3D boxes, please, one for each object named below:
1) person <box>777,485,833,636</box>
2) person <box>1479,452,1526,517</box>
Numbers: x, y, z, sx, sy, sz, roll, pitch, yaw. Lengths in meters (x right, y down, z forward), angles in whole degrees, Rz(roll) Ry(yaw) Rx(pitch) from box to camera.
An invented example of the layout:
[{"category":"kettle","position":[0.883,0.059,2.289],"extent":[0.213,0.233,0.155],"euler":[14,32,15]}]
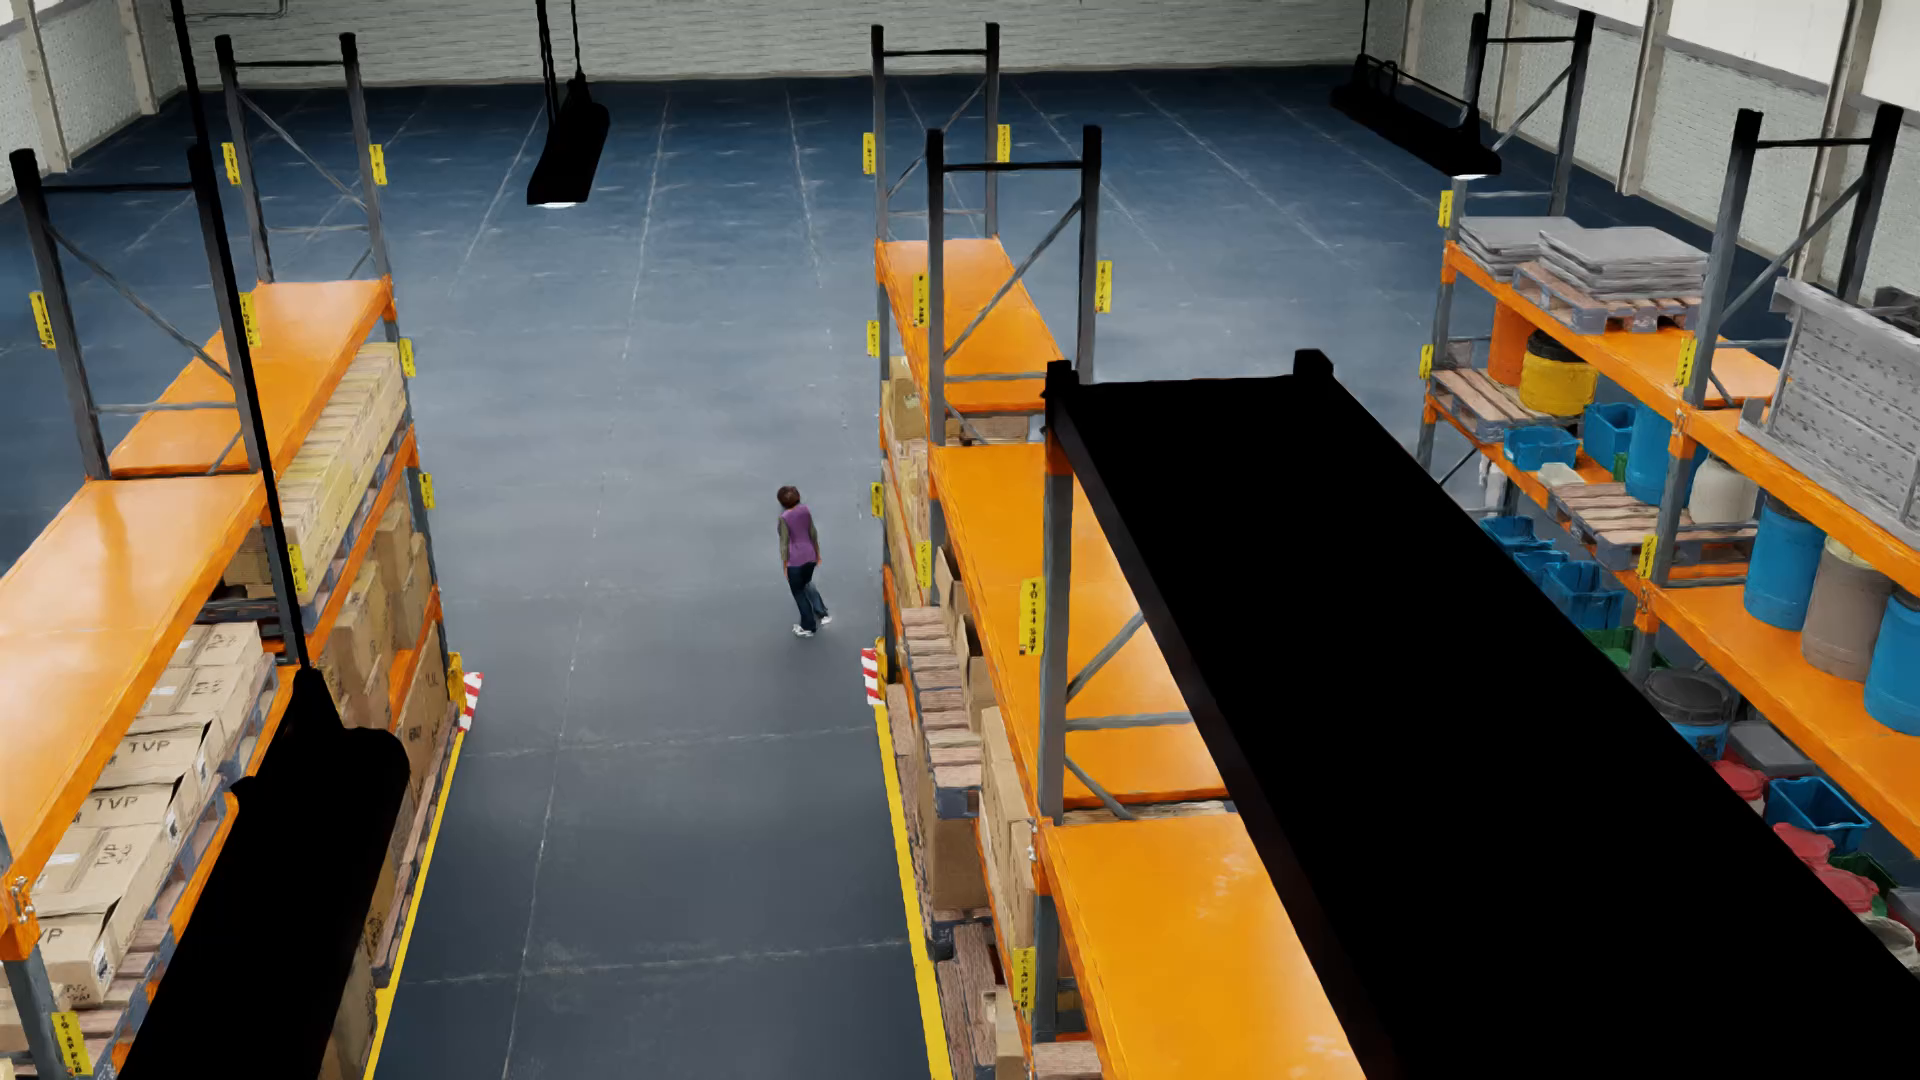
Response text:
[{"category":"person","position":[-1.521,0.233,16.217],"extent":[0.476,1.554,0.477],"euler":[23,34,39]},{"category":"person","position":[5.929,-0.712,18.117],"extent":[0.517,1.613,0.938],"euler":[6,26,12]}]
